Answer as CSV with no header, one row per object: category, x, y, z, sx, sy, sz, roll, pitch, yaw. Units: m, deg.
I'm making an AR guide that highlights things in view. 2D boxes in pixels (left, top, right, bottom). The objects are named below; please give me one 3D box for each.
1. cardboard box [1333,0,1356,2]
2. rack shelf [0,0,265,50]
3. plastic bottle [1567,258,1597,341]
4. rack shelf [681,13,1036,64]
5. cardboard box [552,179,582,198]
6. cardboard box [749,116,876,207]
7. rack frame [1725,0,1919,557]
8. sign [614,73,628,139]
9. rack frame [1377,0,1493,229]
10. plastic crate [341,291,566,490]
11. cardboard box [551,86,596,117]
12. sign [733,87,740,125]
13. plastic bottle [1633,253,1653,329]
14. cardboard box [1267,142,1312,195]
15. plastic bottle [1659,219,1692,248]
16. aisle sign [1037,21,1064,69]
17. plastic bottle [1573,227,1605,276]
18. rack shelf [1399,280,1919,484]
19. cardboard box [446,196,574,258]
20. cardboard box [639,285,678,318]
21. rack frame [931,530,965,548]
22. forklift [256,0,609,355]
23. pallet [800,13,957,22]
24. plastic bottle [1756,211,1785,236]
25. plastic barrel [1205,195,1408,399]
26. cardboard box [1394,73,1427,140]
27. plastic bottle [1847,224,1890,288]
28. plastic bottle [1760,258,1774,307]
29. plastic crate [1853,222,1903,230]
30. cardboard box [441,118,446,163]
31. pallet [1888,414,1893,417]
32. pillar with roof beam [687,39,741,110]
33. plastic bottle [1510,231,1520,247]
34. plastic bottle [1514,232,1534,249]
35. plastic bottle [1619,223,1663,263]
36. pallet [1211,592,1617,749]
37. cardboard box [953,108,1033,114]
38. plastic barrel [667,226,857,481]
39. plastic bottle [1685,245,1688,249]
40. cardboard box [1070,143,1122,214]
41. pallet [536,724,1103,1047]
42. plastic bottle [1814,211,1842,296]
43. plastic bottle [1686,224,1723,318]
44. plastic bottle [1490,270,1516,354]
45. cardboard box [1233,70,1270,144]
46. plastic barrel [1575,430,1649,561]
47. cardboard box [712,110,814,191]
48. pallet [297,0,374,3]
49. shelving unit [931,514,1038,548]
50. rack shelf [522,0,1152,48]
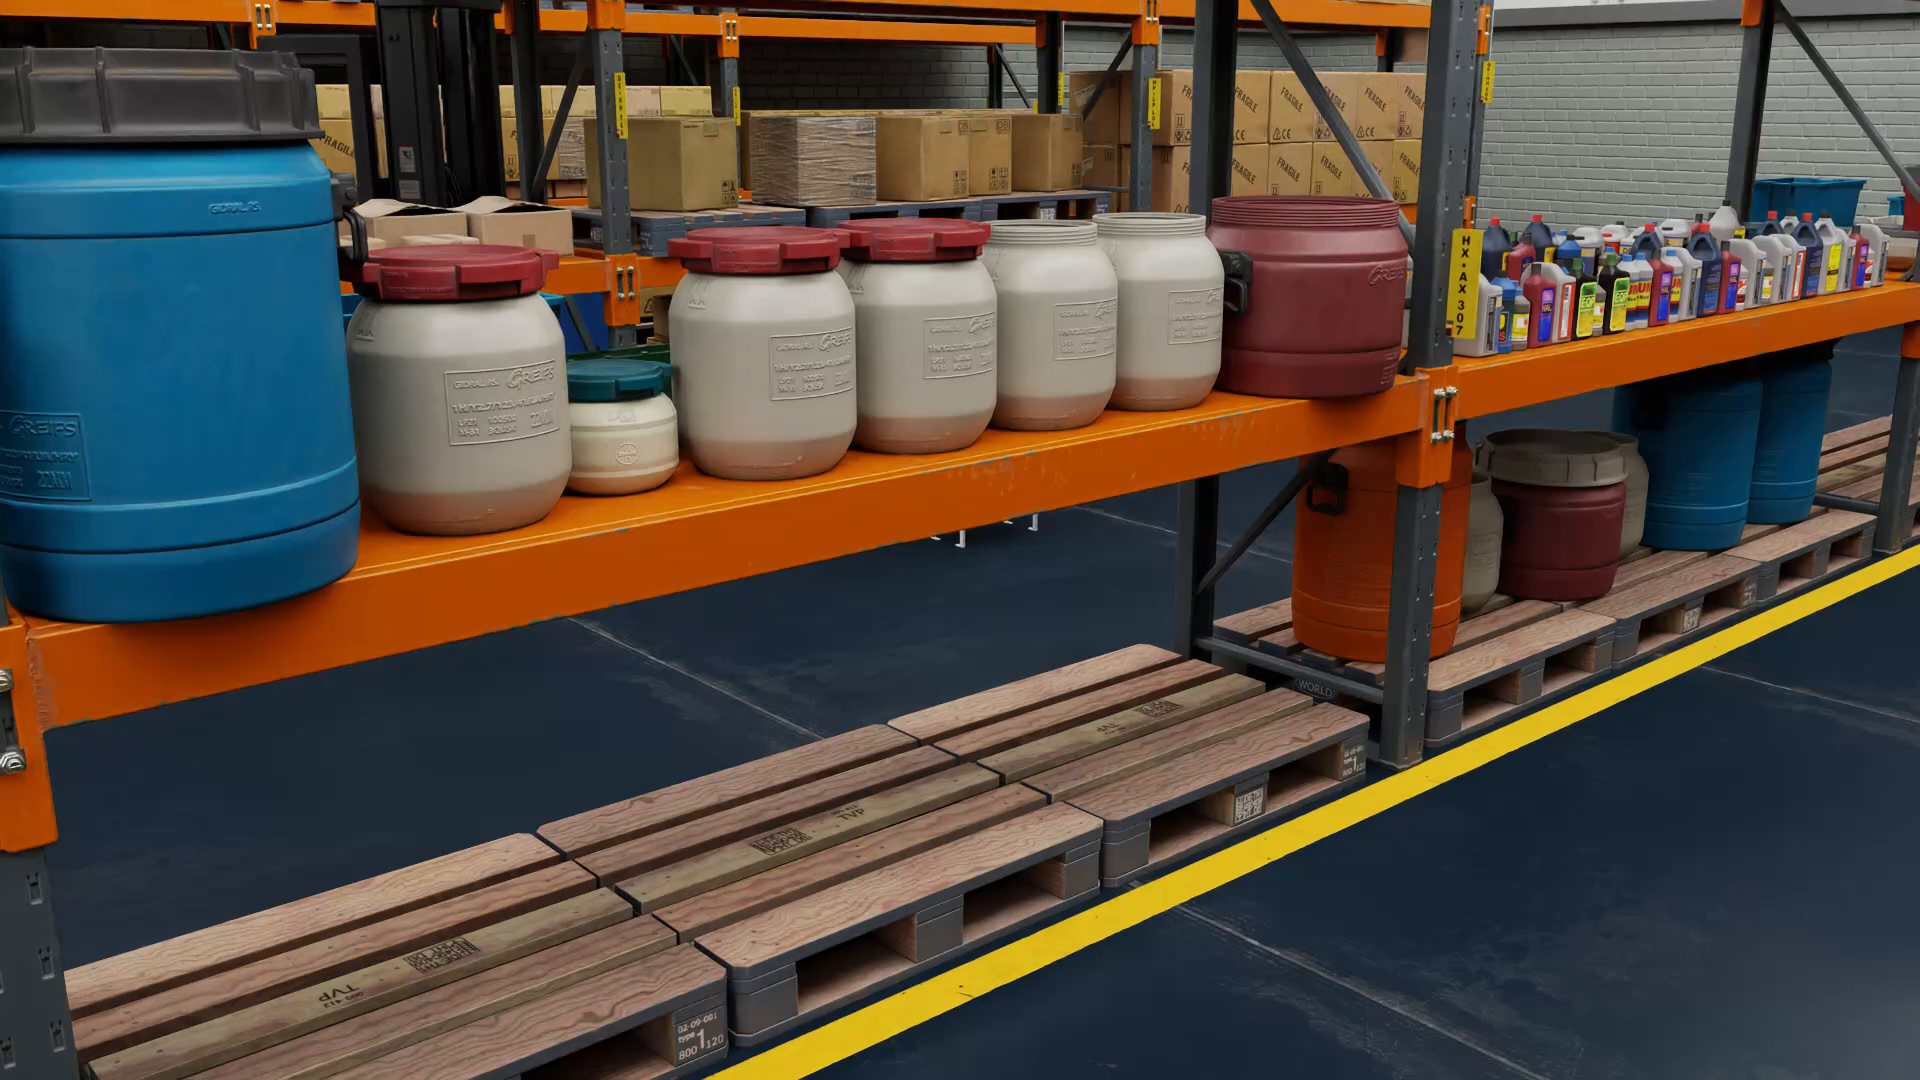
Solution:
cardboard box,2.583,-4.106,12.287,0.500,0.250,0.500,-13,19,-39
rack shelf,-6.860,-3.490,11.086,4.000,0.370,1.077,-13,19,-39
plastic bottle,2.171,-0.845,5.827,0.133,0.283,0.061,-13,19,-39
rack shelf,-0.825,-4.846,16.159,4.000,0.370,1.077,-13,19,-39
cardboard box,-3.390,-2.974,14.021,0.250,0.149,0.380,-13,20,-41
cardboard box,-0.881,-2.261,9.896,0.500,0.500,0.700,-9,17,-29
rack frame,4.169,-1.476,7.965,0.127,3.000,1.000,-13,19,-39
sign,-1.730,-2.216,8.489,0.005,0.325,0.100,-13,19,-39
rack frame,3.938,-3.119,14.114,0.127,3.000,1.000,-13,19,-39
plastic crate,-1.238,-0.361,3.819,0.575,0.384,0.392,-13,19,-39
cardboard box,-3.295,-3.669,13.911,0.500,0.250,0.500,-12,19,-38
sign,-1.970,-3.822,14.657,0.005,0.325,0.100,-13,19,-39
plastic bottle,2.493,-0.918,6.123,0.097,0.271,0.097,0,15,0
cardboard box,2.247,-2.695,12.332,0.500,0.500,0.500,-13,20,-40
plastic bottle,3.294,-1.350,7.733,0.135,0.276,0.152,-13,19,-39
aisle sign,0.935,-5.292,17.214,0.004,0.787,0.394,-13,19,-39
plastic bottle,2.697,-1.216,7.230,0.135,0.276,0.152,-13,19,-39
rack shelf,2.661,-0.790,6.789,4.000,0.370,1.077,-13,19,-39
cardboard box,-2.400,-1.668,8.853,0.500,0.311,0.500,-11,19,-36
cardboard box,-2.739,-2.434,14.901,0.750,0.750,0.750,-12,19,-39
rack frame,-0.059,-0.566,8.045,0.015,1.200,0.240,-13,19,-39
forklift,-3.885,-2.294,11.159,3.031,2.935,1.130,4,15,15
pallet,-0.790,-5.154,16.090,1.213,0.211,1.003,-13,19,-39
plastic bottle,3.457,-1.230,7.137,0.185,0.351,0.144,-13,19,-39
plastic barrel,1.001,-0.727,4.895,0.708,0.536,0.600,-13,19,-39
cardboard box,3.402,-3.436,13.168,0.500,0.500,0.500,-12,19,-38
plastic bottle,4.084,-1.287,7.495,0.135,0.276,0.152,-13,19,-39
plastic bottle,3.257,-1.056,6.774,0.097,0.201,0.097,0,15,0
plastic crate,4.837,-1.614,8.898,0.590,0.125,0.437,-13,19,-39
cardboard box,-4.041,-3.132,13.355,0.500,0.500,0.500,-13,20,-40
pallet,6.539,-0.675,10.367,1.213,0.211,1.003,-13,19,-39
pillar with roof beam,0.452,-5.752,12.348,0.400,9.000,9.100,-13,19,-39
plastic bottle,2.279,-1.142,6.937,0.133,0.283,0.061,-13,19,-39
plastic bottle,2.319,-1.130,6.893,0.133,0.283,0.061,-13,19,-39
plastic bottle,2.658,-1.053,6.477,0.185,0.351,0.144,-13,19,-39
pallet,1.719,0.407,6.318,1.213,0.211,1.003,-13,19,-39
cardboard box,0.305,-4.139,17.353,0.700,0.700,0.980,-12,19,-37
plastic barrel,-0.447,-0.430,3.786,0.433,0.535,0.433,0,15,0
plastic bottle,3.390,-1.293,7.663,0.097,0.201,0.097,0,15,0
cardboard box,1.129,-2.624,12.068,0.500,0.500,0.500,-12,19,-38
pallet,-0.378,0.878,4.555,1.213,0.211,1.003,-13,19,-39
plastic bottle,3.691,-1.233,7.150,0.185,0.351,0.144,-13,19,-39
plastic bottle,2.860,-1.047,6.451,0.185,0.351,0.144,-13,19,-39
plastic bottle,1.796,-0.761,5.537,0.097,0.271,0.097,0,15,0
cardboard box,1.850,-3.085,11.857,0.500,0.500,0.500,-13,20,-41
plastic barrel,2.729,-0.190,7.157,0.421,0.512,0.421,0,15,0
cardboard box,-1.914,-3.639,15.479,0.700,0.700,0.980,-12,19,-39
pallet,-4.901,-4.205,12.733,1.003,0.211,1.213,-12,19,-37
shelving unit,0.125,-0.608,8.200,0.503,1.200,0.258,-13,19,-39
rack shelf,-0.588,-3.204,10.015,4.000,0.370,1.077,-13,19,-39
